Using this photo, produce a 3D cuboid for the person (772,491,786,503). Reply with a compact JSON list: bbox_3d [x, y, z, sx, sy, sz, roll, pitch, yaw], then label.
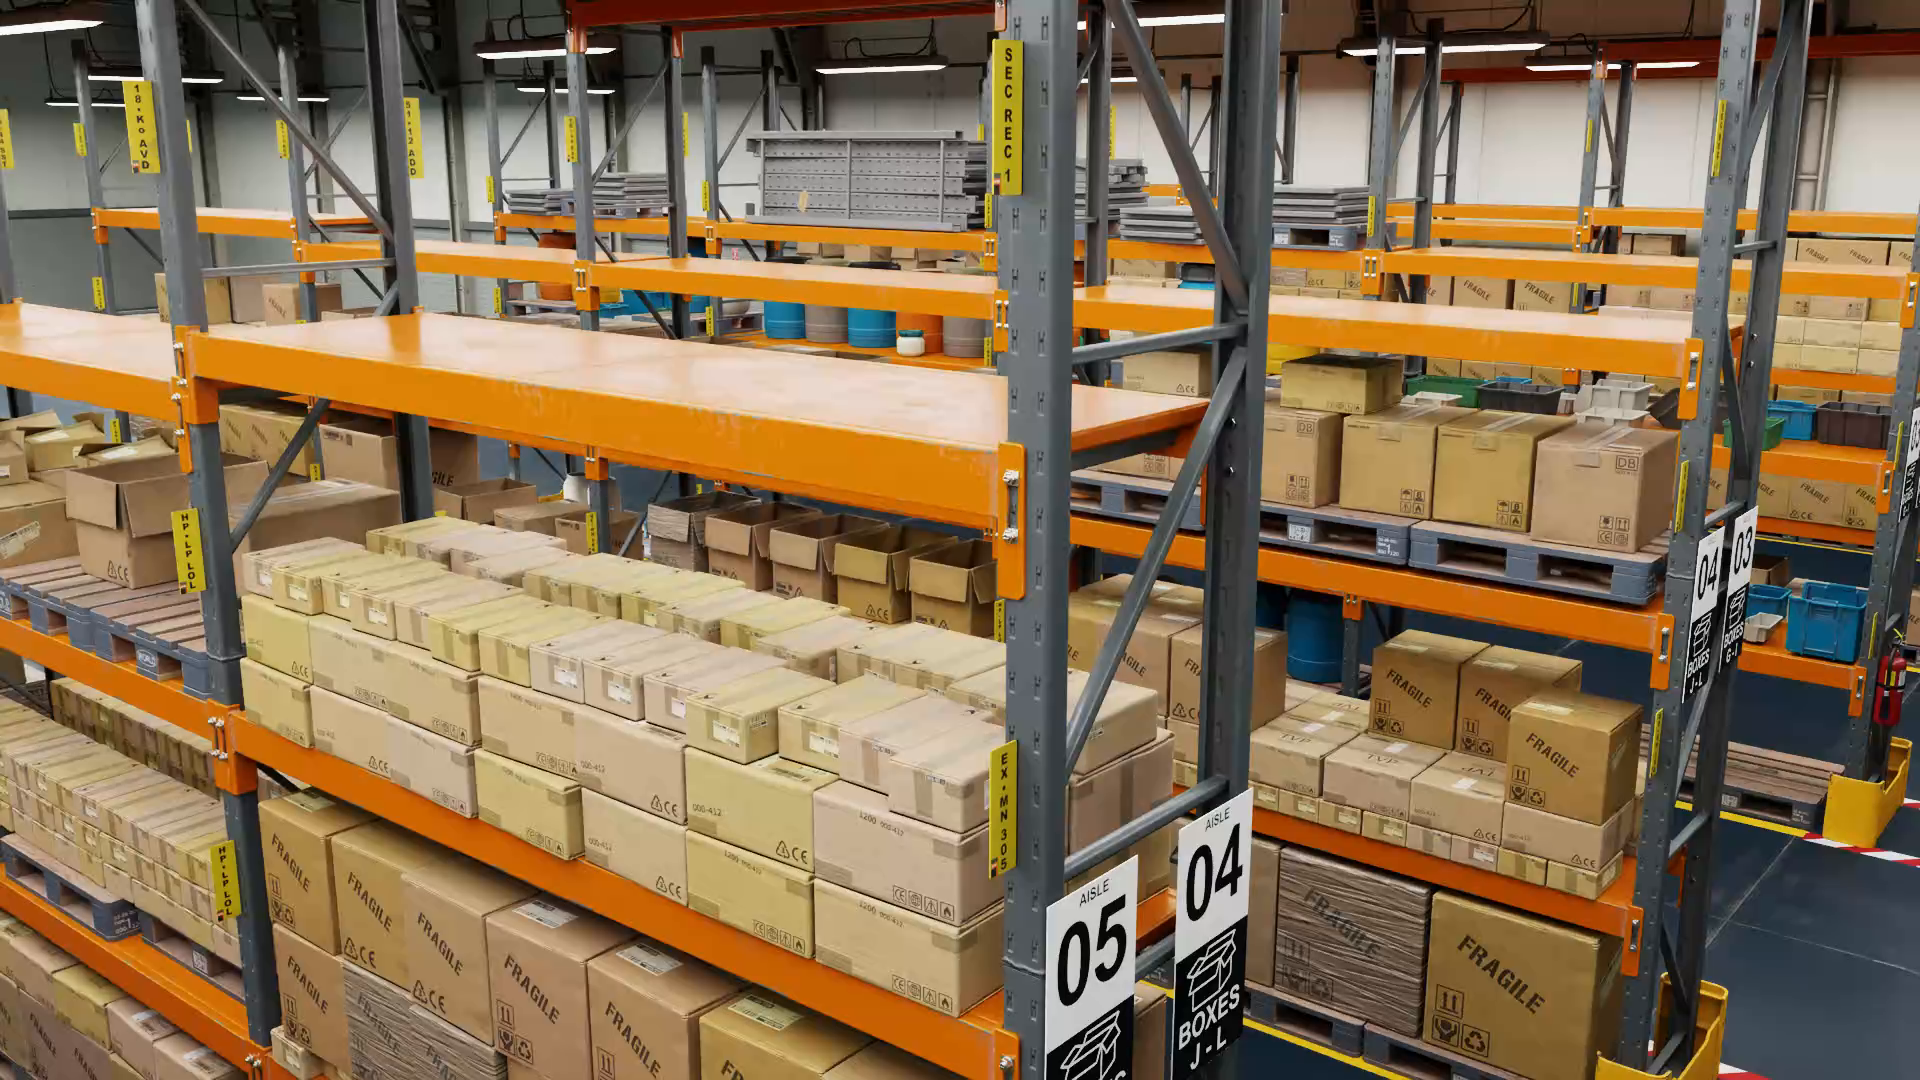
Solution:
[{"bbox_3d":[-2.403,-0.926,21.789,0.451,1.609,0.408,11,17,38],"label":"person"}]
